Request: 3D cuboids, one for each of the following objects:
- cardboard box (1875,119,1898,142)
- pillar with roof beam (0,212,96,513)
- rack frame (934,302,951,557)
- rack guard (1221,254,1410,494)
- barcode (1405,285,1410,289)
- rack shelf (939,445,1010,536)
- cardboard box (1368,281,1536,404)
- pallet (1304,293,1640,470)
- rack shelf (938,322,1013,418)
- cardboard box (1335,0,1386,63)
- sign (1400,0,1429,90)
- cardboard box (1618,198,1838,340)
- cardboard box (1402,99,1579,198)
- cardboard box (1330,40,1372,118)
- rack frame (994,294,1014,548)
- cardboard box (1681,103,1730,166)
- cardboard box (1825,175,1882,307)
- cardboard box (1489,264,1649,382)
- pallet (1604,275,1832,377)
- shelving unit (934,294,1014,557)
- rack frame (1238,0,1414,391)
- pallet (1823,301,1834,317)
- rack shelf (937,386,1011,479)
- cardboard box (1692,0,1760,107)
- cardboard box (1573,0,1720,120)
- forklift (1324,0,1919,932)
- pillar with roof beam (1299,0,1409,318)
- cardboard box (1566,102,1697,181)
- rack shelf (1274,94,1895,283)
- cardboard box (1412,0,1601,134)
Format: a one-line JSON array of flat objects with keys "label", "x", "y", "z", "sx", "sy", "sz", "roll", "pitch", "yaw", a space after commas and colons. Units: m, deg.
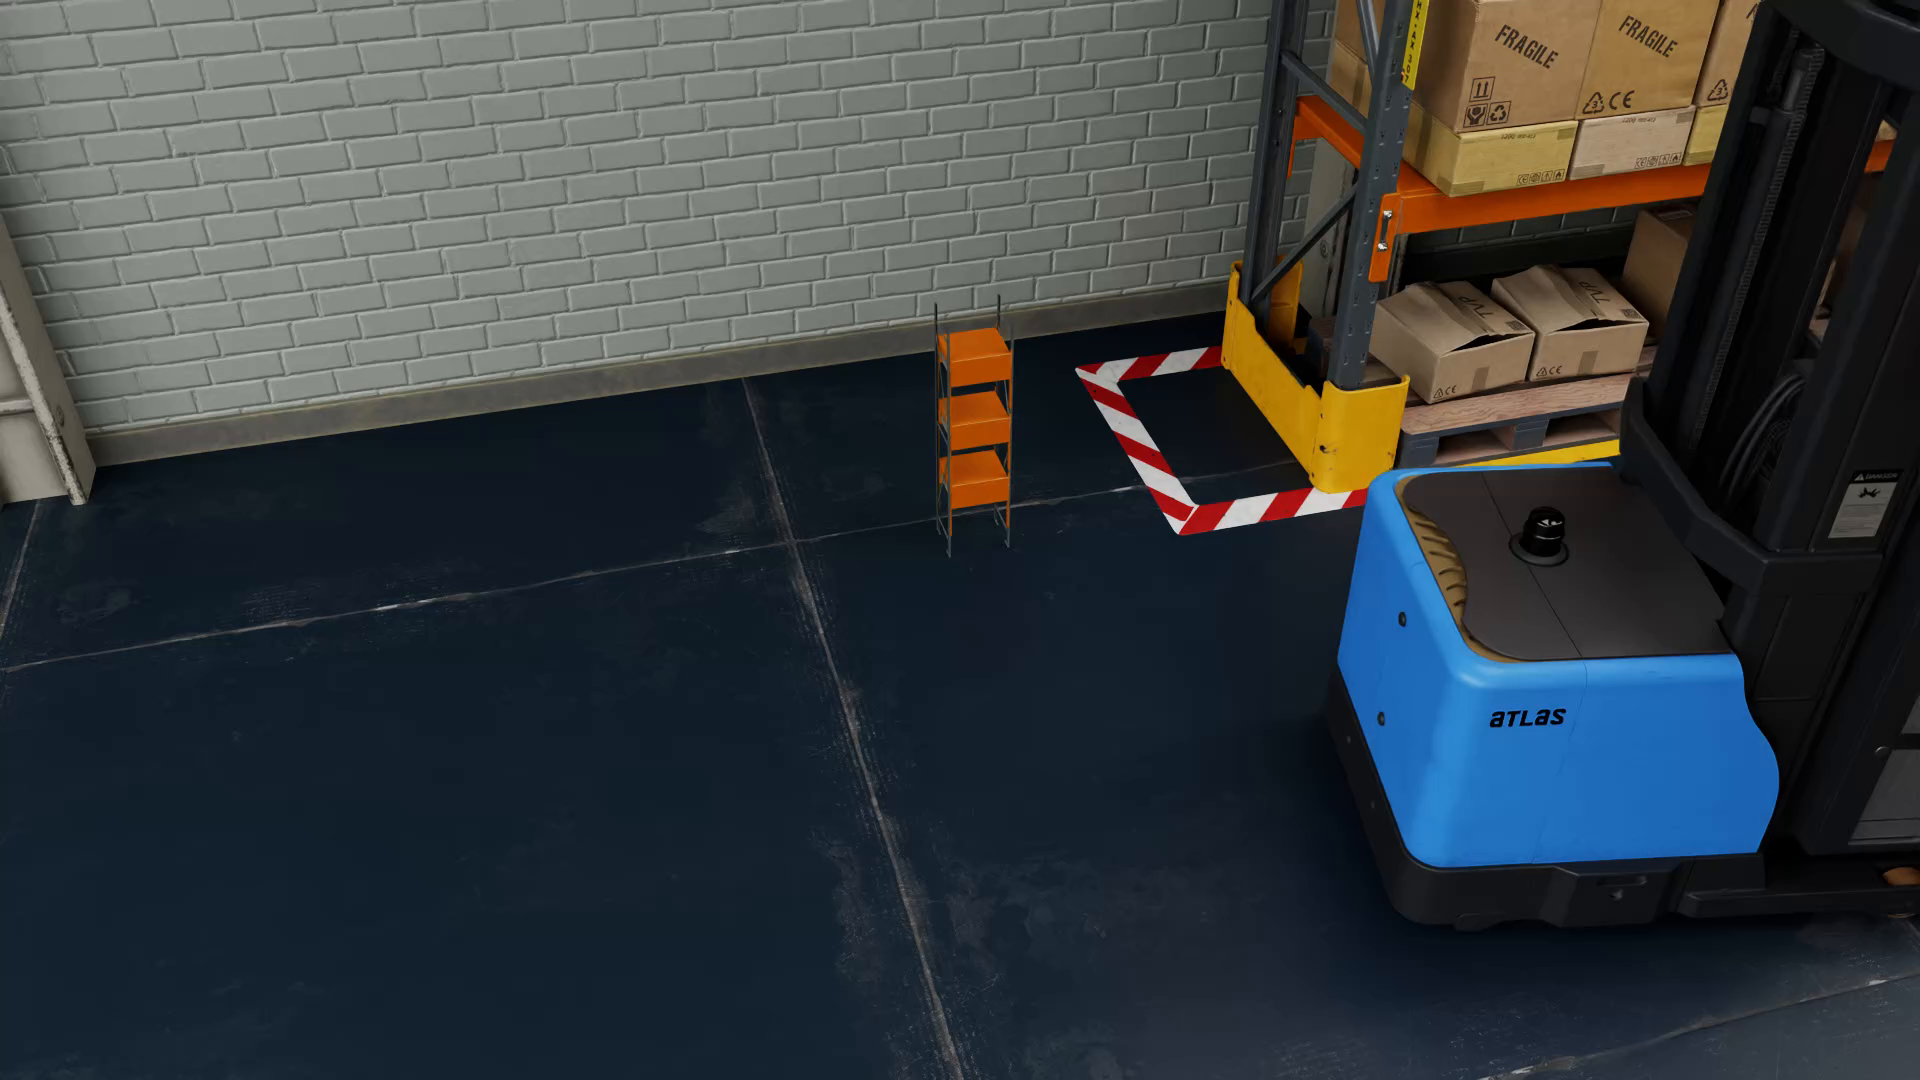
[{"label": "cardboard box", "x": 3.495, "y": -1.822, "z": 6.770, "sx": 0.500, "sy": 0.250, "sz": 0.500, "roll": -9, "pitch": 38, "yaw": -12}, {"label": "pillar with roof beam", "x": -2.758, "y": -1.261, "z": 0.992, "sx": 0.400, "sy": 9.000, "sz": 9.100, "roll": -9, "pitch": 38, "yaw": -12}, {"label": "rack frame", "x": -0.066, "y": -0.406, "z": 6.417, "sx": 0.008, "sy": 1.050, "sz": 0.200, "roll": -9, "pitch": 38, "yaw": -12}, {"label": "rack guard", "x": 1.535, "y": -0.755, "z": 7.325, "sx": 0.348, "sy": 0.500, "sz": 1.175, "roll": -9, "pitch": 38, "yaw": -12}, {"label": "barcode", "x": 2.066, "y": -1.140, "z": 7.615, "sx": 0.075, "sy": 0.075, "sz": 0.001, "roll": -9, "pitch": 38, "yaw": -12}, {"label": "rack shelf", "x": 0.052, "y": -0.196, "z": 6.617, "sx": 0.240, "sy": 0.259, "sz": 0.215, "roll": -9, "pitch": 38, "yaw": -12}, {"label": "cardboard box", "x": 2.153, "y": -0.899, "z": 7.308, "sx": 0.500, "sy": 0.311, "sz": 0.500, "roll": -14, "pitch": 39, "yaw": -17}, {"label": "pallet", "x": 2.328, "y": -0.748, "z": 7.554, "sx": 1.213, "sy": 0.211, "sz": 1.003, "roll": -9, "pitch": 38, "yaw": -12}, {"label": "rack shelf", "x": 0.052, "y": -0.642, "z": 6.276, "sx": 0.240, "sy": 0.259, "sz": 0.215, "roll": -9, "pitch": 38, "yaw": -12}, {"label": "cardboard box", "x": 1.861, "y": -2.181, "z": 6.622, "sx": 0.500, "sy": 0.500, "sz": 0.500, "roll": -10, "pitch": 38, "yaw": -12}, {"label": "sign", "x": 1.603, "y": -1.761, "z": 5.871, "sx": 0.005, "sy": 0.325, "sz": 0.100, "roll": -9, "pitch": 38, "yaw": -12}, {"label": "cardboard box", "x": 3.425, "y": -1.152, "z": 7.482, "sx": 0.500, "sy": 0.500, "sz": 0.700, "roll": -12, "pitch": 39, "yaw": -15}, {"label": "cardboard box", "x": 2.015, "y": -1.575, "z": 6.447, "sx": 0.500, "sy": 0.250, "sz": 0.500, "roll": -10, "pitch": 39, "yaw": -13}, {"label": "cardboard box", "x": 1.862, "y": -1.872, "z": 6.835, "sx": 0.500, "sy": 0.250, "sz": 0.500, "roll": -9, "pitch": 38, "yaw": -11}, {"label": "rack frame", "x": 0.169, "y": -0.445, "z": 6.467, "sx": 0.008, "sy": 1.050, "sz": 0.200, "roll": -9, "pitch": 38, "yaw": -12}, {"label": "cardboard box", "x": 3.006, "y": -1.743, "z": 6.667, "sx": 0.500, "sy": 0.250, "sz": 0.500, "roll": -10, "pitch": 39, "yaw": -13}, {"label": "cardboard box", "x": 4.332, "y": -1.363, "z": 7.759, "sx": 0.500, "sy": 0.500, "sz": 0.500, "roll": -12, "pitch": 39, "yaw": -15}, {"label": "cardboard box", "x": 2.703, "y": -0.990, "z": 7.426, "sx": 0.500, "sy": 0.311, "sz": 0.500, "roll": -6, "pitch": 38, "yaw": -8}, {"label": "pallet", "x": 3.504, "y": -0.939, "z": 7.804, "sx": 1.213, "sy": 0.211, "sz": 1.003, "roll": -9, "pitch": 38, "yaw": -12}, {"label": "shelving unit", "x": 0.052, "y": -0.425, "z": 6.442, "sx": 0.252, "sy": 1.050, "sz": 0.215, "roll": -9, "pitch": 38, "yaw": -12}, {"label": "rack frame", "x": 1.461, "y": -1.736, "z": 6.550, "sx": 0.127, "sy": 3.000, "sz": 1.000, "roll": -9, "pitch": 38, "yaw": -12}, {"label": "pallet", "x": 4.684, "y": -1.135, "z": 8.060, "sx": 1.213, "sy": 0.211, "sz": 1.003, "roll": -9, "pitch": 38, "yaw": -12}, {"label": "rack shelf", "x": 0.052, "y": -0.417, "z": 6.449, "sx": 0.240, "sy": 0.259, "sz": 0.215, "roll": -9, "pitch": 38, "yaw": -12}, {"label": "cardboard box", "x": 2.981, "y": -2.032, "z": 6.427, "sx": 0.500, "sy": 0.500, "sz": 0.500, "roll": -11, "pitch": 39, "yaw": -13}, {"label": "cardboard box", "x": 2.480, "y": -1.954, "z": 6.325, "sx": 0.500, "sy": 0.500, "sz": 0.500, "roll": -9, "pitch": 38, "yaw": -12}, {"label": "forklift", "x": 2.818, "y": -0.303, "z": 4.734, "sx": 3.031, "sy": 2.935, "sz": 1.130, "roll": -2, "pitch": 37, "yaw": -3}, {"label": "pillar with roof beam", "x": 3.034, "y": -2.212, "z": 2.235, "sx": 0.400, "sy": 9.000, "sz": 9.100, "roll": -9, "pitch": 38, "yaw": -12}, {"label": "cardboard box", "x": 2.513, "y": -1.666, "z": 6.566, "sx": 0.500, "sy": 0.250, "sz": 0.500, "roll": -10, "pitch": 39, "yaw": -13}, {"label": "rack shelf", "x": 3.392, "y": -1.767, "z": 7.183, "sx": 4.000, "sy": 0.370, "sz": 1.077, "roll": -9, "pitch": 38, "yaw": -12}, {"label": "cardboard box", "x": 2.001, "y": -1.881, "z": 6.230, "sx": 0.500, "sy": 0.500, "sz": 0.500, "roll": -9, "pitch": 38, "yaw": -12}]
